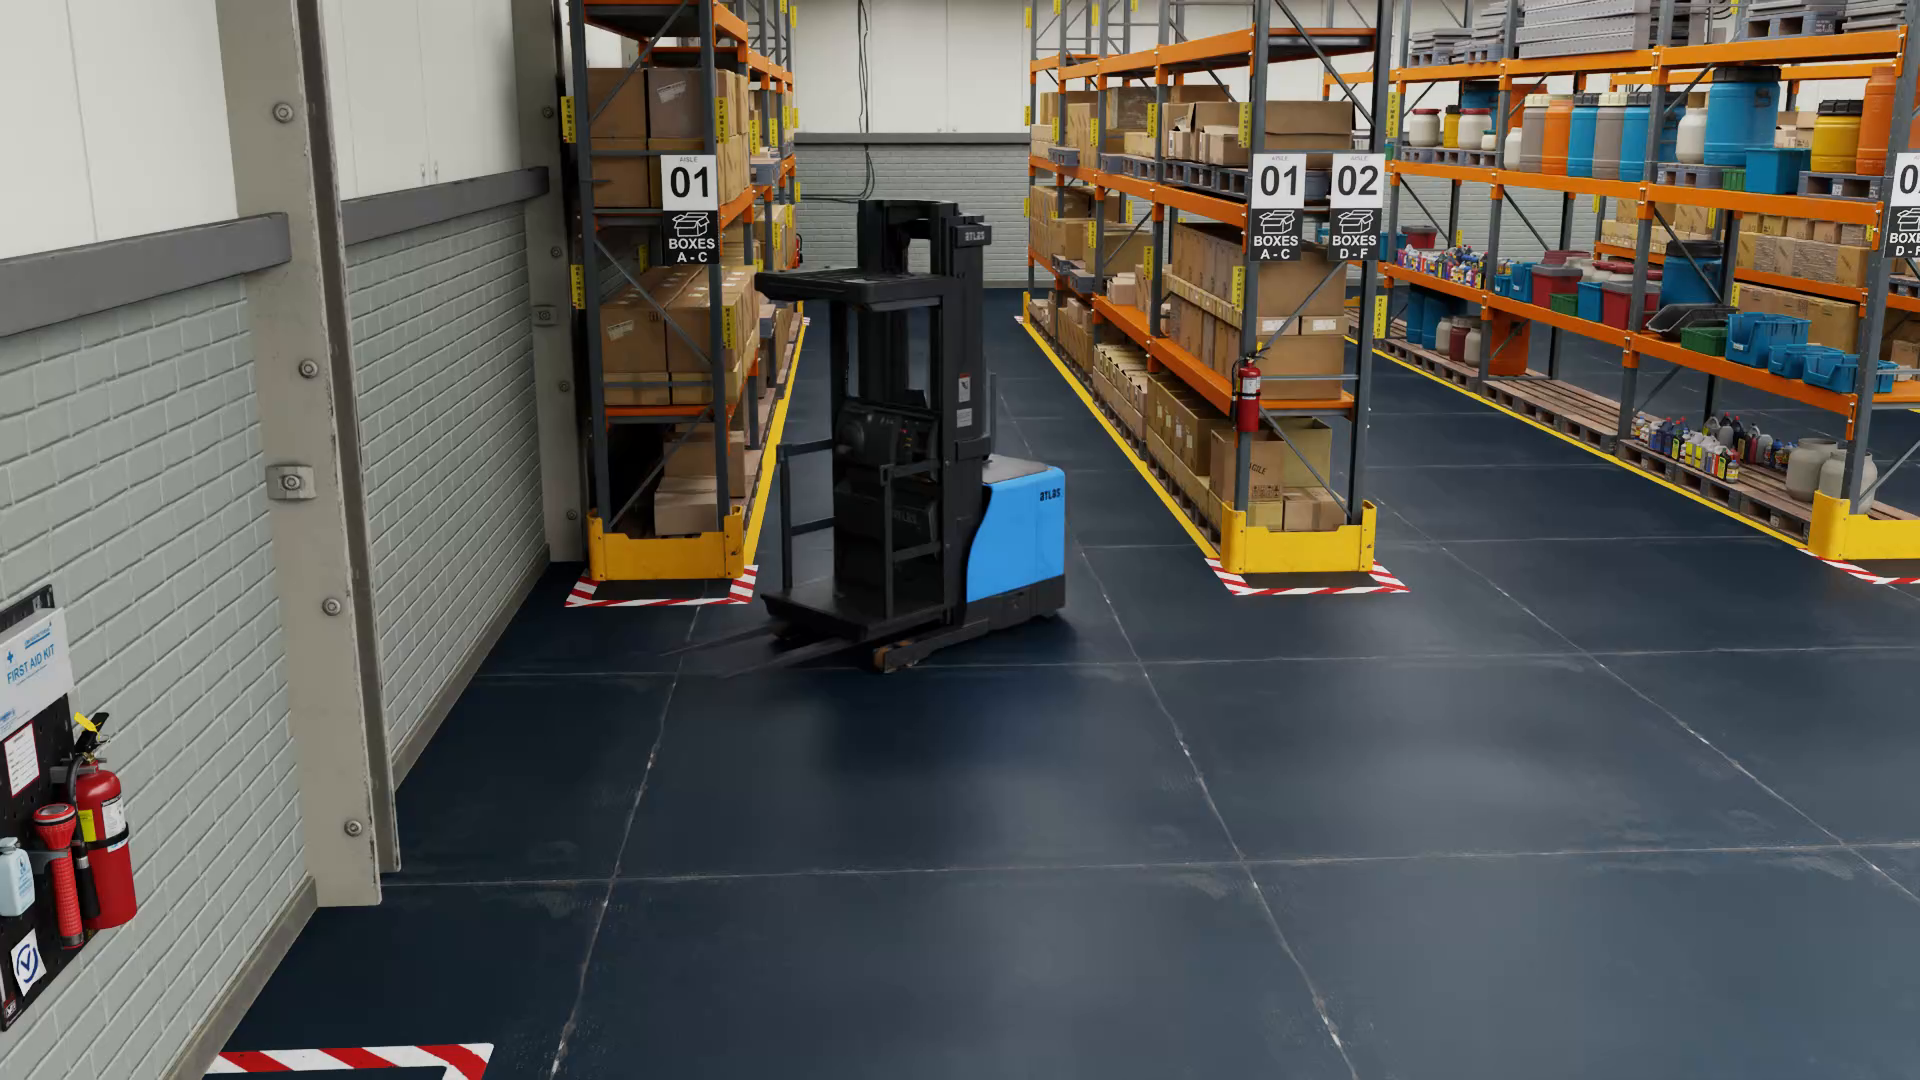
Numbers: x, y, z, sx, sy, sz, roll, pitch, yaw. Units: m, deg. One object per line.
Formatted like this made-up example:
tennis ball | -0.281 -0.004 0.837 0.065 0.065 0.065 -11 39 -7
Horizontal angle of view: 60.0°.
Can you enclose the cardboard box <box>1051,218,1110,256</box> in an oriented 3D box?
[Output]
cardboard box | 1.729 -4.362 23.918 0.700 0.500 0.500 -6 16 -22

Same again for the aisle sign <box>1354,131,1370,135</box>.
aisle sign | 6.907 -6.584 28.377 0.394 0.787 0.004 -1 14 -3

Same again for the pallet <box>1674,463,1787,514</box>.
pallet | 7.441 -0.495 15.528 1.003 0.211 1.213 -1 14 -3

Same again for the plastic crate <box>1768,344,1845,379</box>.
plastic crate | 7.246 -1.532 14.261 0.499 0.251 0.408 -1 14 -3

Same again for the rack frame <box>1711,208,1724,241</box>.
rack frame | 11.810 -4.384 25.045 1.000 3.000 0.127 -1 14 -3

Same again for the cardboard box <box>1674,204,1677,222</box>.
cardboard box | 11.855 -5.696 28.344 0.500 0.500 0.500 -1 14 -3

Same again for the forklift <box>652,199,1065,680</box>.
forklift | -0.633 -0.705 10.885 1.130 2.935 3.031 14 20 42

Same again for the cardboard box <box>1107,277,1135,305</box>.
cardboard box | 2.032 -2.968 19.722 0.500 0.311 0.500 -1 14 -4

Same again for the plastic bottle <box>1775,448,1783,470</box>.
plastic bottle | 7.775 -0.771 15.737 0.097 0.201 0.097 0 14 0

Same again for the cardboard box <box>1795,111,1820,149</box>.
cardboard box | 11.910 -5.603 22.712 0.797 0.503 0.637 -1 14 -4

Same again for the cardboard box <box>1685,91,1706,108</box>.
cardboard box | 11.677 -6.992 26.413 0.500 0.250 0.500 -1 14 -5

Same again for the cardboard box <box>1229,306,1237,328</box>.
cardboard box | 2.419 -1.831 13.619 0.380 0.149 0.250 -1 14 -4

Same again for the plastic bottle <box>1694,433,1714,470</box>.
plastic bottle | 7.048 -0.842 15.712 0.144 0.351 0.185 0 14 -1

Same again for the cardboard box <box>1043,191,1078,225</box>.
cardboard box | 1.567 -5.139 25.772 0.500 0.500 0.500 -1 14 -3

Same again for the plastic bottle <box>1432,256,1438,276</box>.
plastic bottle | 6.573 -3.783 22.966 0.097 0.271 0.097 0 14 0

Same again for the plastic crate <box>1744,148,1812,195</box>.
plastic crate | 7.191 -3.237 14.602 0.392 0.384 0.575 -1 14 -3

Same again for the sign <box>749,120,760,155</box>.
sign | -1.985 -3.878 16.022 0.100 0.325 0.005 -1 14 -3

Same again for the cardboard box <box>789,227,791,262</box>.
cardboard box | -3.078 -4.616 25.347 0.980 0.700 0.700 -1 14 -5

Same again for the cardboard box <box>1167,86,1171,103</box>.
cardboard box | 2.361 -4.484 17.368 0.500 0.500 0.500 1 14 2

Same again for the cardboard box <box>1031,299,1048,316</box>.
cardboard box | 1.456 -3.844 27.582 0.500 0.250 0.500 -1 14 -3

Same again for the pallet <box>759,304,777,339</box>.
pallet | -2.428 -2.264 17.192 1.003 0.211 1.213 -1 14 -3

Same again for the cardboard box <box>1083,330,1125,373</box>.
cardboard box | 1.878 -2.468 21.734 0.500 0.500 0.500 0 14 -1

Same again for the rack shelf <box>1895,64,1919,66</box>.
rack shelf | 12.182 -5.255 18.637 1.077 0.370 4.000 -1 14 -3

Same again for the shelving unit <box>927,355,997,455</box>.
shelving unit | 0.005 -0.705 13.757 0.538 1.500 1.048 -1 14 -3

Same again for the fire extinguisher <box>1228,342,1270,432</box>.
fire extinguisher | 2.210 -1.173 12.722 0.296 0.674 0.183 -1 14 -3

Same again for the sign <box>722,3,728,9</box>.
sign | -3.824 -8.577 27.108 0.100 0.325 0.005 -1 14 -3

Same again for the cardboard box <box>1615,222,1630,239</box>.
cardboard box | 11.361 -5.197 27.910 0.500 0.250 0.500 -1 14 -4

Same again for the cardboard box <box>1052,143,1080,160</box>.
cardboard box | 1.627 -5.729 24.553 0.500 0.250 0.500 -1 14 -3

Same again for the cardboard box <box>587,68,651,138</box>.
cardboard box | -2.566 -3.268 12.442 0.500 0.500 0.500 0 14 -1

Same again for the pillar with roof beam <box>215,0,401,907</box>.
pillar with roof beam | 1.484 -2.810 6.890 9.100 9.000 0.400 -1 14 -3

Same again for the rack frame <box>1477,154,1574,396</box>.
rack frame | 7.114 -3.312 20.881 1.000 3.000 0.127 -1 14 -3

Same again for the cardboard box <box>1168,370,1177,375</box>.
cardboard box | 2.582 -1.745 18.340 0.500 0.311 0.500 -1 14 -5

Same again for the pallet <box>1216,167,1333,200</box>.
pallet | 2.648 -2.833 13.177 1.003 0.211 1.213 -1 14 -3

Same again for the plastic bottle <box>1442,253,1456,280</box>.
plastic bottle | 6.624 -3.707 22.514 0.144 0.351 0.185 -1 14 -3

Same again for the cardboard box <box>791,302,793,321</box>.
cardboard box | -3.095 -3.845 27.124 0.700 0.500 0.500 -1 14 -4

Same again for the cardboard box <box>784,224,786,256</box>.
cardboard box | -2.741 -4.246 23.670 0.500 0.500 0.500 -1 14 -4

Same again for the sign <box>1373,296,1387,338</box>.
sign | 3.220 -1.712 12.764 0.100 0.325 0.005 -1 14 -3

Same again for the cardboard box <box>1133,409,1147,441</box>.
cardboard box | 2.103 -1.213 17.395 0.500 0.250 0.500 -1 14 -4

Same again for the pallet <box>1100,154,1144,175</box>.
pallet | 2.302 -4.431 19.586 1.213 0.211 1.003 0 14 -1

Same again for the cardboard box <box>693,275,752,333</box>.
cardboard box | -2.131 -2.103 14.935 0.500 0.500 0.500 -1 14 -5

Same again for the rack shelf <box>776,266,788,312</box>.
rack shelf | -2.897 -3.309 22.309 1.077 0.370 4.000 -1 14 -3

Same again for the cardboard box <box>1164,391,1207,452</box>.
cardboard box | 2.197 -1.108 15.484 0.500 0.500 0.500 -1 14 -3

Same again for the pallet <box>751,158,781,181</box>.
pallet | -2.525 -3.940 17.675 1.213 0.211 1.003 -1 14 -3

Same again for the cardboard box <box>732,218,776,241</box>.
cardboard box | -2.546 -3.849 20.623 0.500 0.250 0.500 -1 14 -2

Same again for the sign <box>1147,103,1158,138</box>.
sign | 1.877 -4.087 16.202 0.100 0.325 0.005 -1 14 -3

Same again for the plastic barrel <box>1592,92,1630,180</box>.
plastic barrel | 7.074 -4.299 17.689 0.600 0.901 0.600 0 14 0

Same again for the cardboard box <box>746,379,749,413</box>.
cardboard box | -2.661 -1.605 18.379 0.700 0.500 0.500 -1 14 -3

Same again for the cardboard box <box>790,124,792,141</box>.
cardboard box | -2.925 -6.474 26.404 0.500 0.250 0.500 -1 14 -6

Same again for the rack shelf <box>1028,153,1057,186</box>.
rack shelf | 1.799 -5.833 26.103 1.077 0.370 4.000 -1 14 -3

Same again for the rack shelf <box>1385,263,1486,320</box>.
rack shelf | 6.991 -3.461 22.904 1.077 0.370 4.000 -1 14 -3

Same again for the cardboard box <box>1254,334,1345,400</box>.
cardboard box | 2.650 -1.412 13.294 0.700 0.500 0.500 -1 14 -3

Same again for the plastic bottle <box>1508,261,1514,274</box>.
plastic bottle | 7.379 -3.598 22.248 0.097 0.271 0.097 0 14 0

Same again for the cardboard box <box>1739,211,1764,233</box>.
cardboard box | 11.858 -4.759 24.290 0.797 0.503 0.637 -1 14 -5

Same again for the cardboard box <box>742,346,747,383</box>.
cardboard box | -2.063 -1.489 14.054 0.500 0.250 0.500 -1 14 -4

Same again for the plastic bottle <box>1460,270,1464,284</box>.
plastic bottle | 6.642 -3.469 21.889 0.097 0.201 0.097 0 14 0

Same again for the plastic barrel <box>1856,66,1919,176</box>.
plastic barrel | 7.453 -3.306 13.131 0.600 0.830 0.708 -1 14 -3

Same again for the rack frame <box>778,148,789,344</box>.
rack frame | -3.021 -4.154 24.153 1.000 3.000 0.127 -1 14 -3

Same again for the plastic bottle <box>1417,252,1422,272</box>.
plastic bottle | 6.519 -3.932 23.523 0.061 0.283 0.133 -1 14 -3
